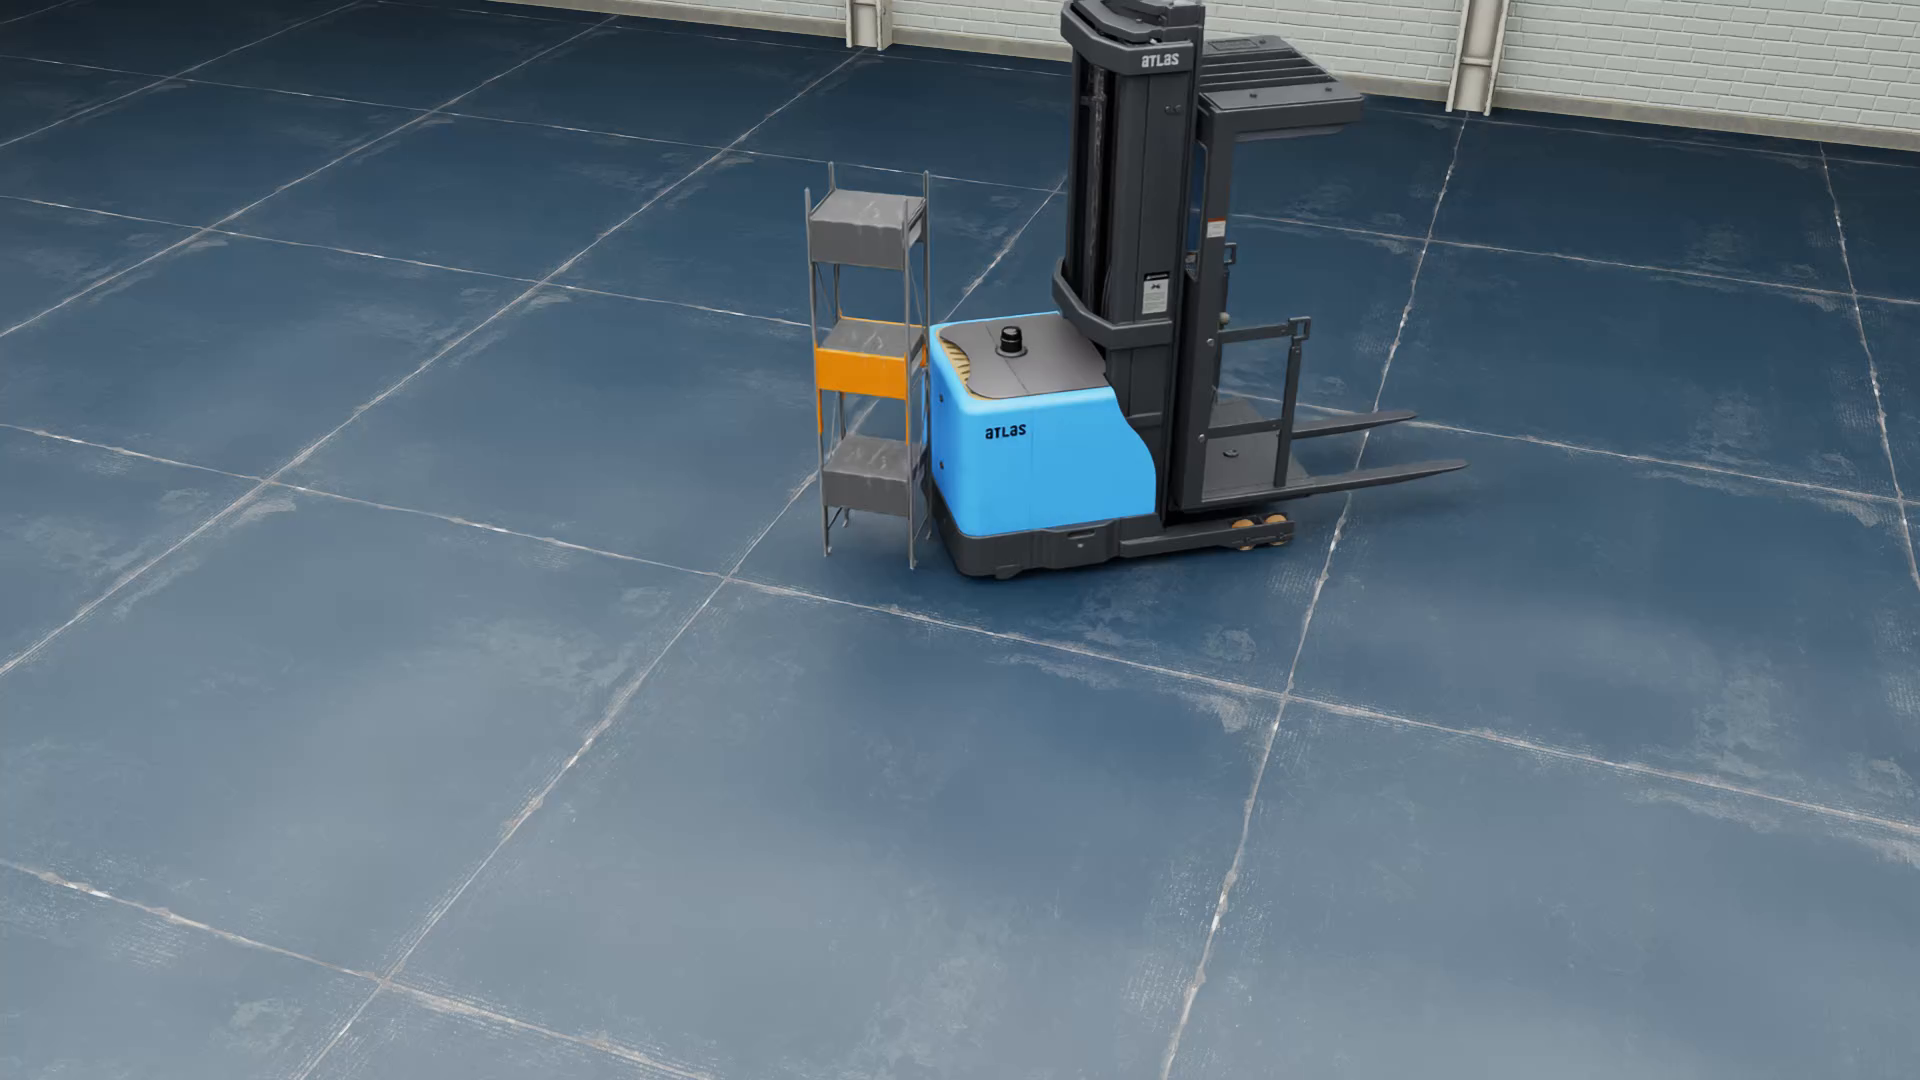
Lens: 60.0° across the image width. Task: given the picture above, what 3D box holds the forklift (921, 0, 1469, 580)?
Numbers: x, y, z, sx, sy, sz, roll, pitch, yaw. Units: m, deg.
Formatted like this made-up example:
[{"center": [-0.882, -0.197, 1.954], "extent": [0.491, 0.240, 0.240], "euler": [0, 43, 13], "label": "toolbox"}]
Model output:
[{"center": [1.350, -1.444, 8.753], "extent": [3.031, 2.935, 1.130], "euler": [-8, 34, -12], "label": "forklift"}]

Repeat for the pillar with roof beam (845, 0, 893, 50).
[{"center": [-2.381, -6.684, 11.275], "extent": [0.400, 9.000, 9.100], "euler": [11, 34, 16], "label": "pillar with roof beam"}]

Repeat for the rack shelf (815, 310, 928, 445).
[{"center": [-0.448, -0.845, 8.616], "extent": [0.480, 0.518, 0.431], "euler": [8, 34, 12], "label": "rack shelf"}]

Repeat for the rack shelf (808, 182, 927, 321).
[{"center": [-0.448, -1.433, 8.236], "extent": [0.480, 0.518, 0.431], "euler": [8, 34, 12], "label": "rack shelf"}]

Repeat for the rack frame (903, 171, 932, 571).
[{"center": [-0.212, -0.823, 8.557], "extent": [0.015, 2.100, 0.400], "euler": [8, 34, 12], "label": "rack frame"}]

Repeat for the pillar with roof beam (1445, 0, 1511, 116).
[{"center": [3.267, -5.586, 9.574], "extent": [0.400, 9.000, 9.100], "euler": [11, 34, 16], "label": "pillar with roof beam"}]

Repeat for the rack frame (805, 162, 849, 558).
[{"center": [-0.684, -0.890, 8.660], "extent": [0.015, 2.100, 0.400], "euler": [8, 34, 12], "label": "rack frame"}]

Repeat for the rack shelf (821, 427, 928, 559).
[{"center": [-0.448, -0.257, 8.996], "extent": [0.480, 0.518, 0.431], "euler": [8, 34, 12], "label": "rack shelf"}]

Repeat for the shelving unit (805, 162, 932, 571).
[{"center": [-0.448, -0.856, 8.608], "extent": [0.503, 2.100, 0.431], "euler": [8, 34, 12], "label": "shelving unit"}]
